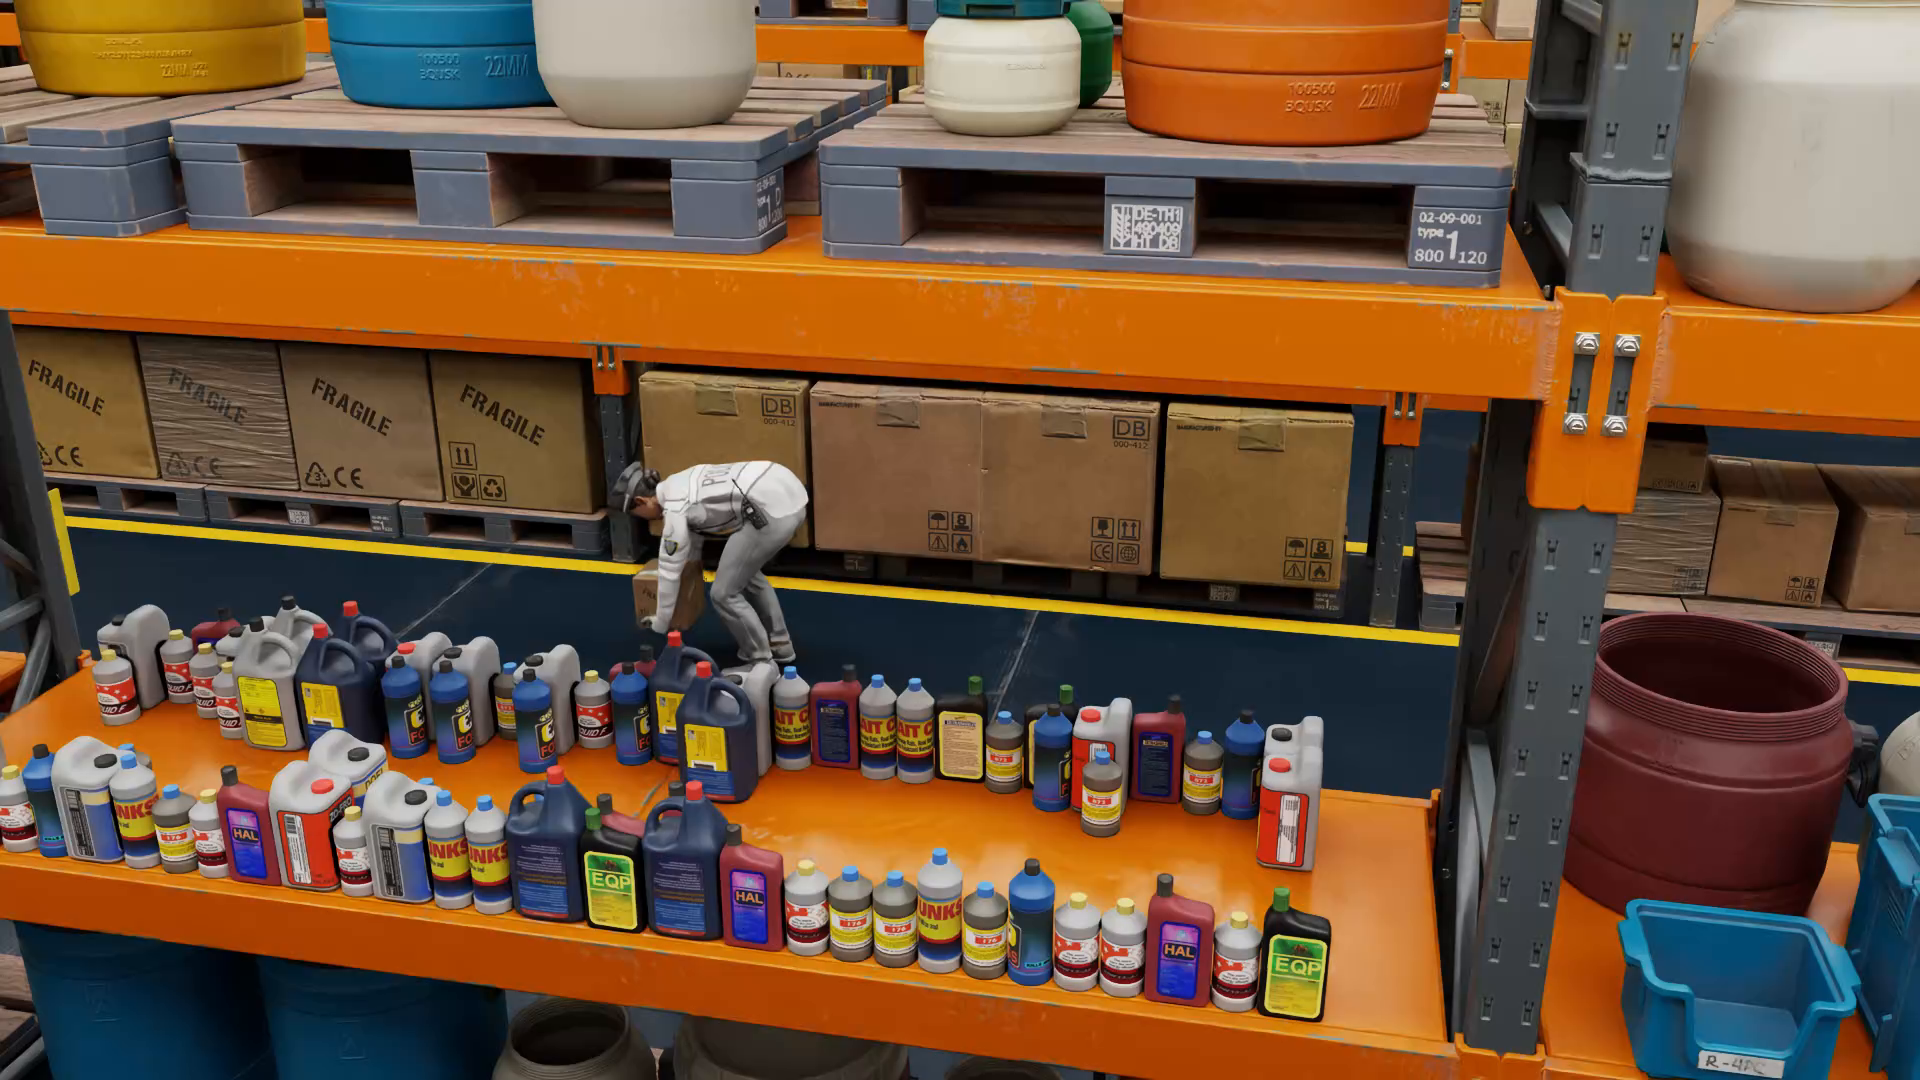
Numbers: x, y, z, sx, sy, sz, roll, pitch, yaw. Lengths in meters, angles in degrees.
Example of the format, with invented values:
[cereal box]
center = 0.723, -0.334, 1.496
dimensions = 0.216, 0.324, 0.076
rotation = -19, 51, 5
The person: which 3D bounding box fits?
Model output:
[person]
center = -1.147, 0.128, 7.648
dimensions = 0.921, 1.014, 0.428
rotation = 4, 22, 10
